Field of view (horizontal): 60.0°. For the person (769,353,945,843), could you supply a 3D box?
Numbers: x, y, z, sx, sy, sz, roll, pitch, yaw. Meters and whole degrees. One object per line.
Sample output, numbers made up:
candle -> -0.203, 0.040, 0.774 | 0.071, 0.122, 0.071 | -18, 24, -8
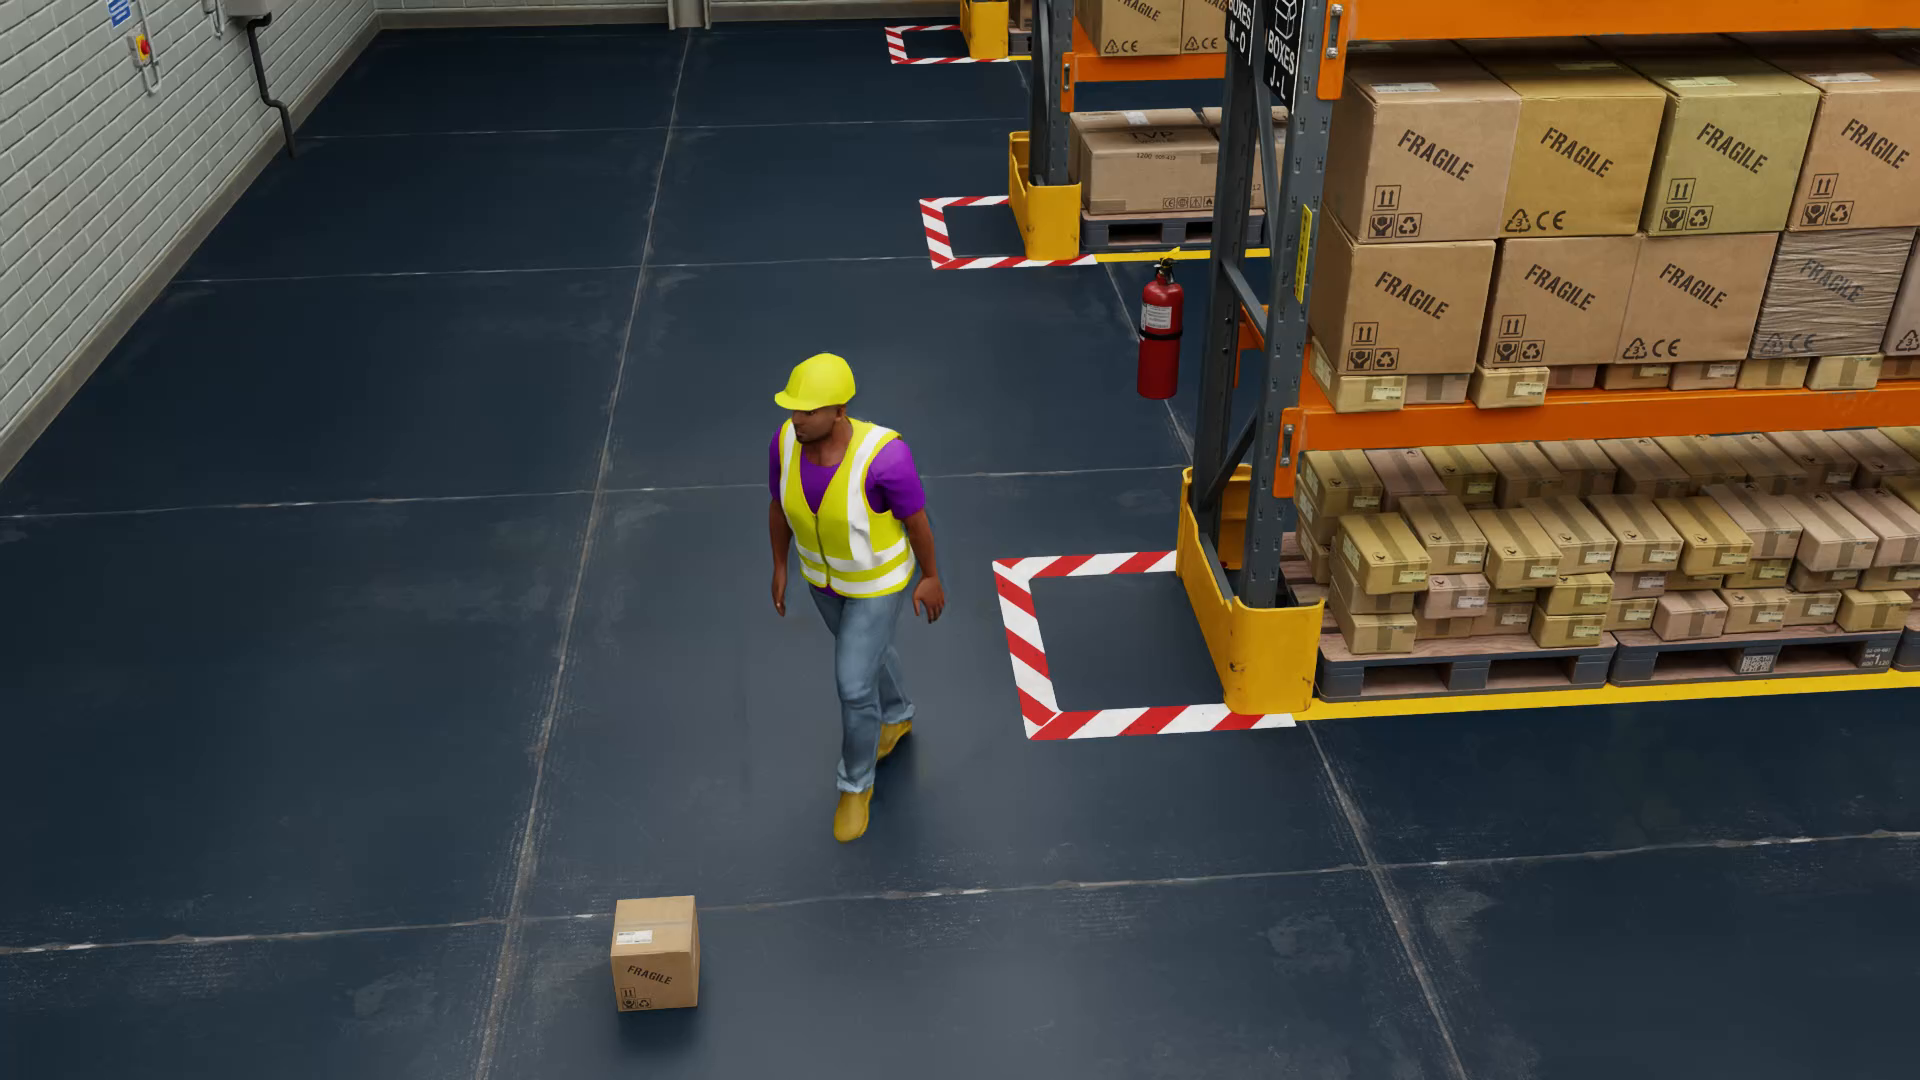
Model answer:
person -> -0.391, 0.144, 5.892 | 0.615, 1.784, 0.695 | 20, 36, 30
